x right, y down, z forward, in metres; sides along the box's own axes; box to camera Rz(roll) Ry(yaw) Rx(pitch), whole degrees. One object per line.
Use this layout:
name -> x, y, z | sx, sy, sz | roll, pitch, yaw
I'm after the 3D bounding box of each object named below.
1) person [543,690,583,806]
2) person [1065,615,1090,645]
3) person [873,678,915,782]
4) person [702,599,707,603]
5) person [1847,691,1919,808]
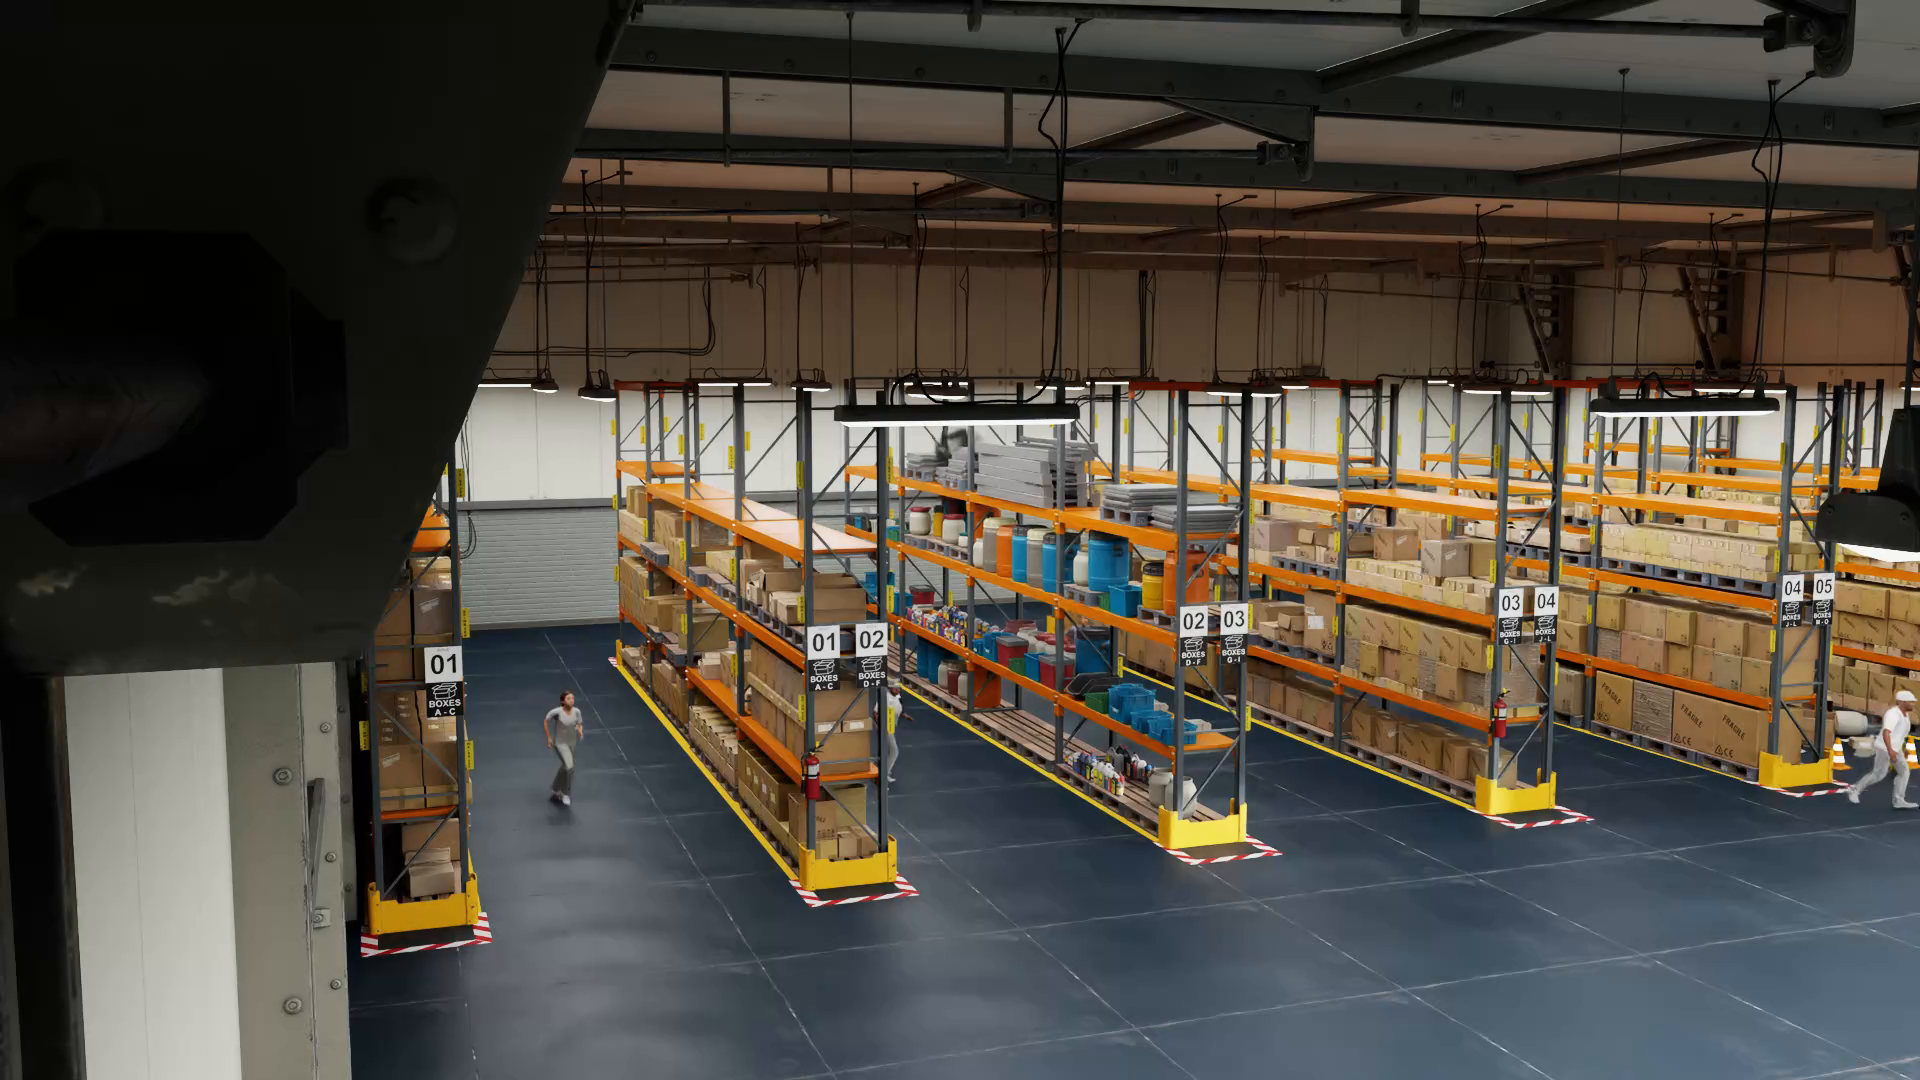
person -> -5.717, 2.983, 24.025 | 0.513, 1.670, 0.811 | -6, 8, -44
person -> 2.316, 2.203, 31.575 | 0.493, 1.665, 0.801 | -3, 7, -29
person -> -1.059, 2.876, 25.375 | 0.774, 1.622, 0.632 | 2, 6, 19
person -> -5.673, 1.689, 36.308 | 0.674, 1.644, 0.594 | 5, 8, 40
person -> 13.249, 2.982, 23.815 | 0.870, 1.709, 0.783 | 6, 8, 43
